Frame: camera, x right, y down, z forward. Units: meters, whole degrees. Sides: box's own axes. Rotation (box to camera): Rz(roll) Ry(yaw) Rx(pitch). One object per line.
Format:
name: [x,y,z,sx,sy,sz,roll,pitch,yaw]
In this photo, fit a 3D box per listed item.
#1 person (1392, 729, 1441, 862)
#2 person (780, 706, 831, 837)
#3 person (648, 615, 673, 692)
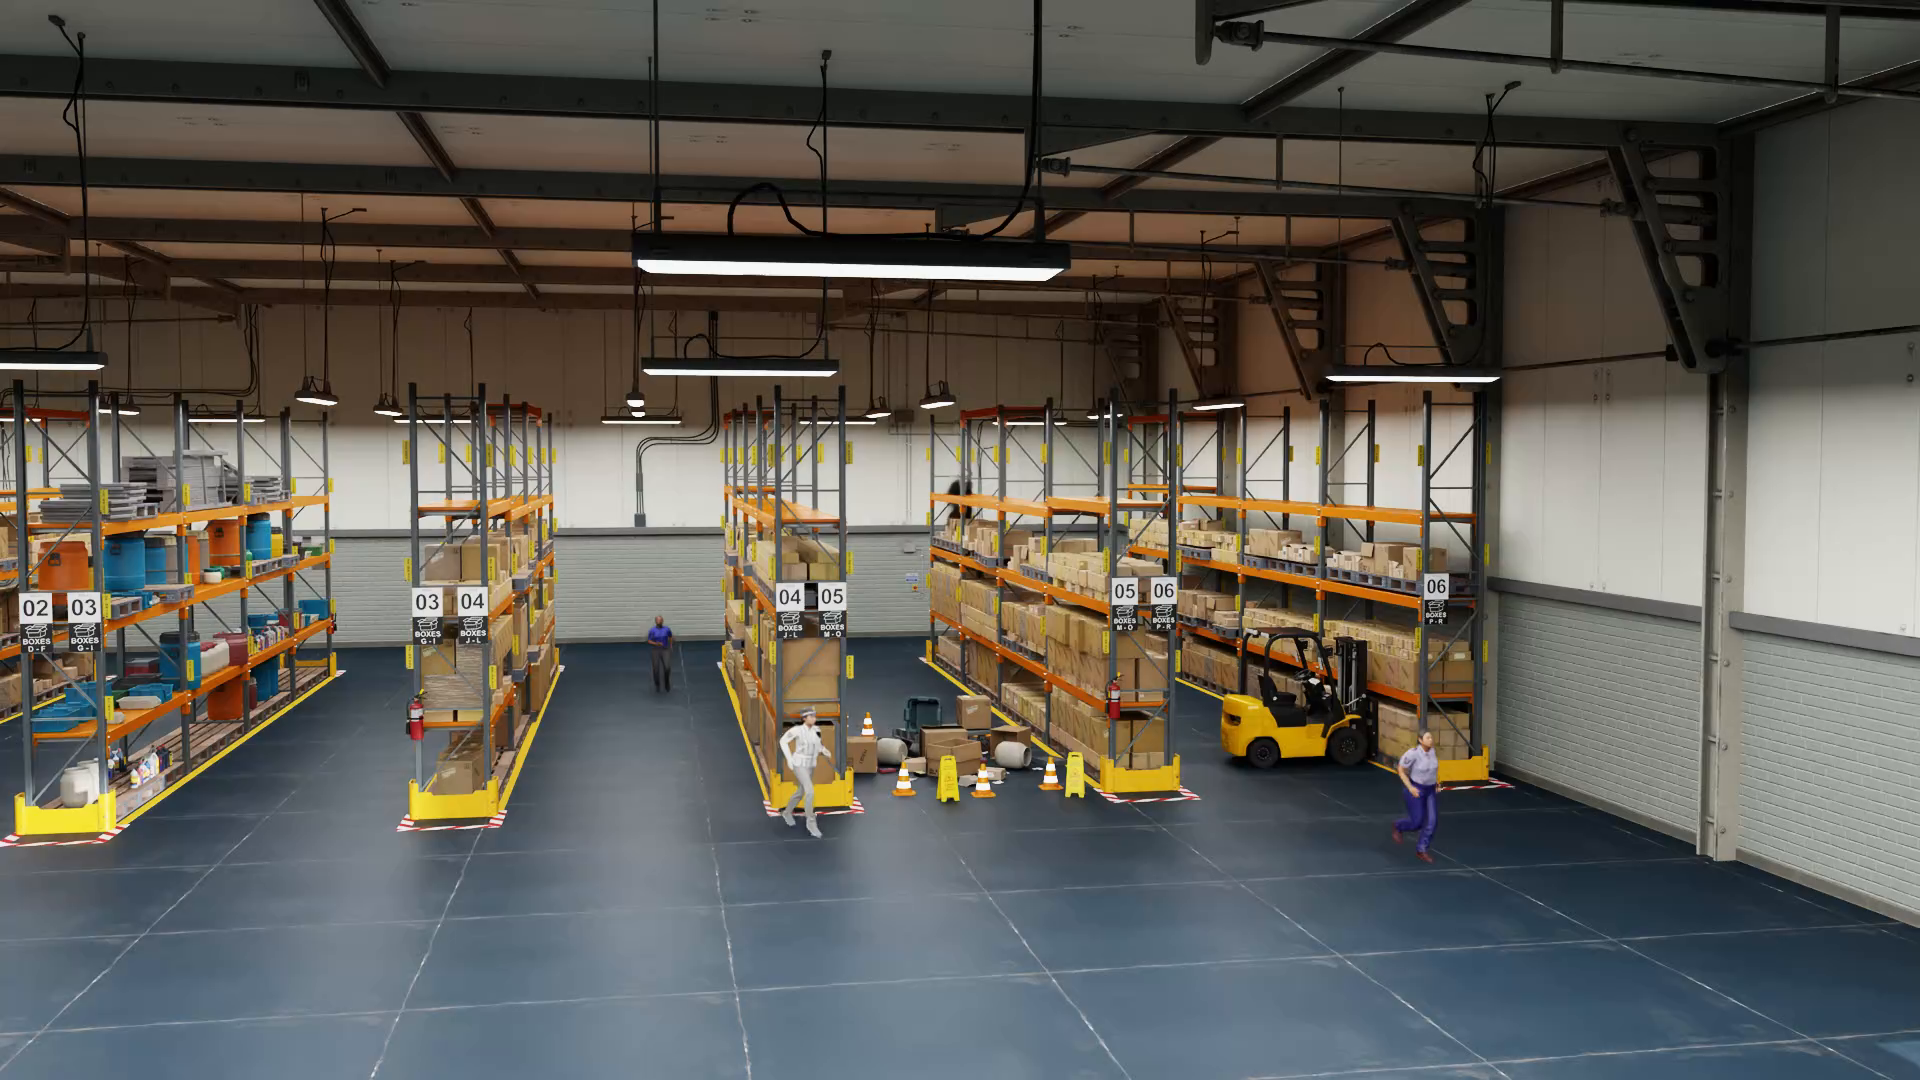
person: [5.731,3.160,20.758,0.627,1.621,0.642,-2,3,-28]
person: [-2.081,3.045,22.144,0.863,1.724,0.558,2,4,37]
person: [-6.298,2.400,35.085,0.569,1.627,0.655,-1,3,-18]
